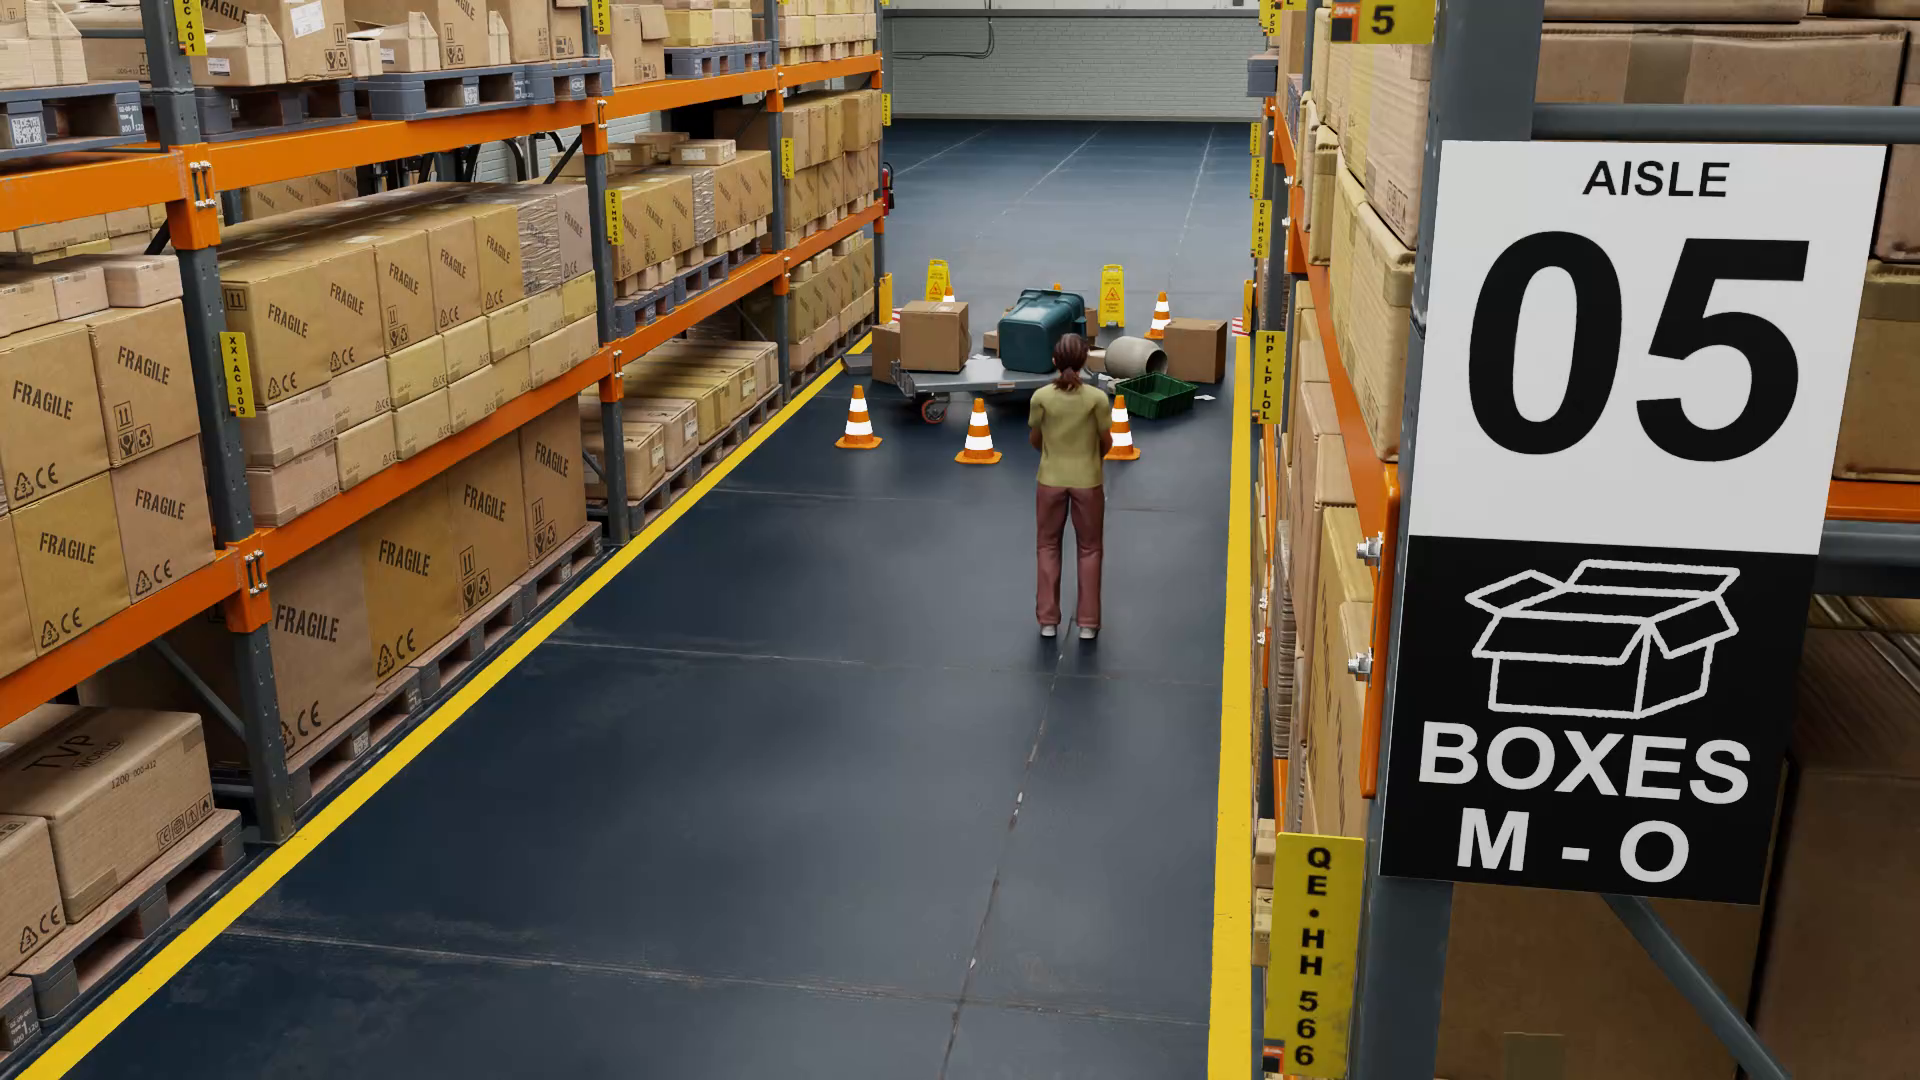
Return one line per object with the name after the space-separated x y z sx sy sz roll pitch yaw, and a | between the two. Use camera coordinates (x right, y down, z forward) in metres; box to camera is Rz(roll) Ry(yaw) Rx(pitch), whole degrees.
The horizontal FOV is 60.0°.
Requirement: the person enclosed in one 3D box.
0.600 -0.300 9.013 0.452 1.653 0.506 3 18 8 | person
